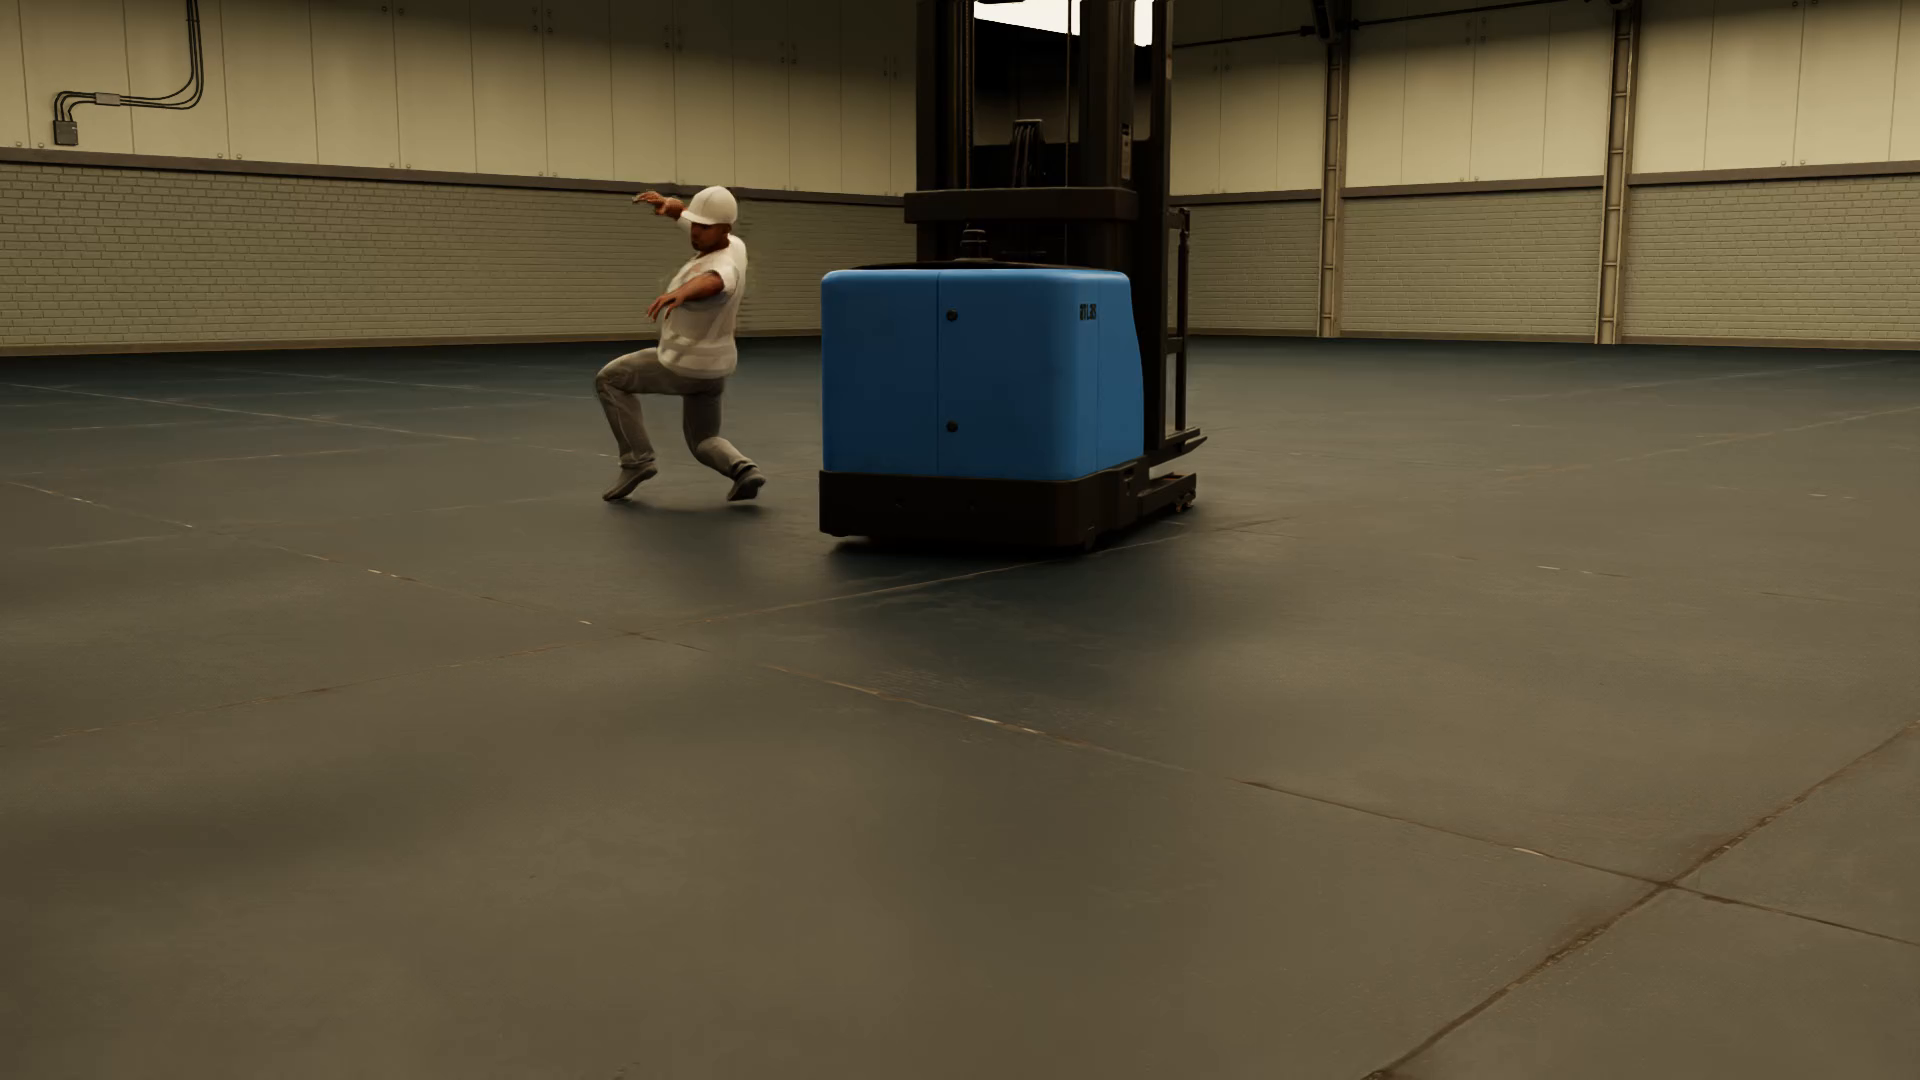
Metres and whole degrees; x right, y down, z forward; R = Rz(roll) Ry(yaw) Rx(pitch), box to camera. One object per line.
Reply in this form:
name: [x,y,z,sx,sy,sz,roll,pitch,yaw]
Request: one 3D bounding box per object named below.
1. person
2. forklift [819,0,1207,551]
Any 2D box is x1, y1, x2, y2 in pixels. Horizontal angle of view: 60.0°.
person: [-1.407,-0.856,7.542,0.916,1.484,1.059,4,9,24]
forklift: [0.457,-1.588,7.421,1.130,2.935,3.031,3,9,21]
